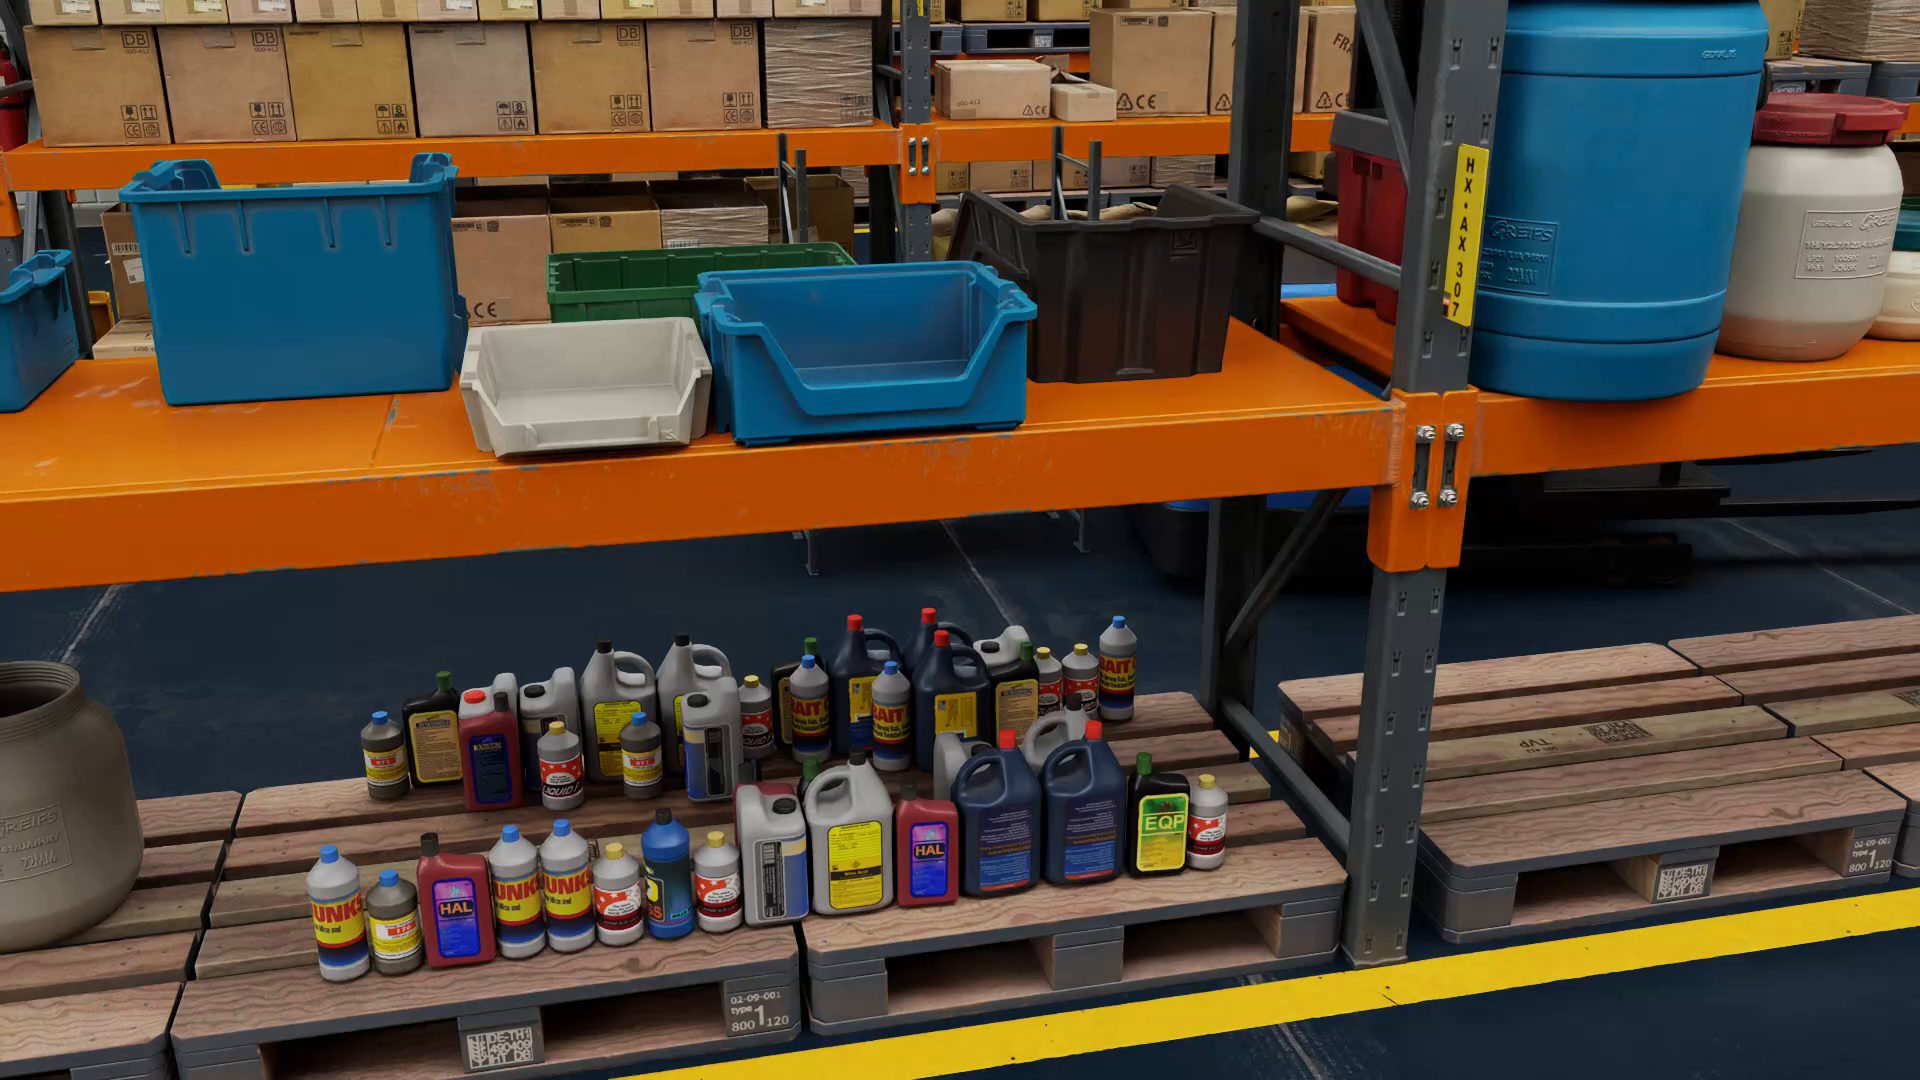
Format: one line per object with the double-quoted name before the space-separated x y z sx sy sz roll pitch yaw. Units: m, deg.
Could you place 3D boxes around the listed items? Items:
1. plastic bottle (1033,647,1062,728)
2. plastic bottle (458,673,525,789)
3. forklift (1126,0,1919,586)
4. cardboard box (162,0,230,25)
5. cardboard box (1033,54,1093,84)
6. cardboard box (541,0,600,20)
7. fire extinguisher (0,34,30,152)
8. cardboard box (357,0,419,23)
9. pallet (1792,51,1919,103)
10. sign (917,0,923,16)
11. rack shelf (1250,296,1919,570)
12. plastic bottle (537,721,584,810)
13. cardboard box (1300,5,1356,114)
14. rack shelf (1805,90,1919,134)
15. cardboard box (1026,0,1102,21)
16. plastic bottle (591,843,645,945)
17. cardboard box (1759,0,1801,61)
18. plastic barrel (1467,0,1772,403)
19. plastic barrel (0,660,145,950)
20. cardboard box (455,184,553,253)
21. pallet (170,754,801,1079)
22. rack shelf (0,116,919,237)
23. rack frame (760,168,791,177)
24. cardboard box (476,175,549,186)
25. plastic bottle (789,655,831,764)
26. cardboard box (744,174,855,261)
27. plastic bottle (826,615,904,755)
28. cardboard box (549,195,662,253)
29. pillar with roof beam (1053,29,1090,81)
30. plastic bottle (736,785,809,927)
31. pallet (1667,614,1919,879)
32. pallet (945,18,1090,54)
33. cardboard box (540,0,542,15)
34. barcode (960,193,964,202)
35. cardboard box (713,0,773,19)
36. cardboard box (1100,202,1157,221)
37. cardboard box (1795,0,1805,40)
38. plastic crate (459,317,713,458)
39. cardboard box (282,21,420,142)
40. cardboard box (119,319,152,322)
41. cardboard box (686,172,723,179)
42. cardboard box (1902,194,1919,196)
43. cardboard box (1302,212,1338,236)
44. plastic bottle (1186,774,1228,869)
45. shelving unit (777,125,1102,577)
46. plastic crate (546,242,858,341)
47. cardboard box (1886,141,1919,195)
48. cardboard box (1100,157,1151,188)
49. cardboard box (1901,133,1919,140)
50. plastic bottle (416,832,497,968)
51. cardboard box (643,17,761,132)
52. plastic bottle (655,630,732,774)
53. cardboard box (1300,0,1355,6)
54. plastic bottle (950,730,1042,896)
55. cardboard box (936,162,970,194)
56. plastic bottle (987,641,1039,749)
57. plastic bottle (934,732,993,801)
"plastic bottle" 0.216 0.380 4.346 0.097 0.201 0.097 0 20 0
"plastic bottle" -1.129 0.464 4.008 0.135 0.276 0.152 -4 21 -12
"forklift" 2.172 -1.396 5.865 3.031 2.935 1.130 -1 20 -4
"cardboard box" -3.273 -2.316 7.187 0.250 0.149 0.380 -5 21 -12
"cardboard box" 0.502 -2.349 8.561 0.258 0.266 0.396 -5 21 -14
"cardboard box" -1.762 -2.439 7.523 0.250 0.149 0.380 -4 21 -11
"fire extinguisher" -4.426 -2.074 7.728 0.183 0.674 0.296 -5 21 -12
"cardboard box" -2.519 -2.377 7.355 0.250 0.149 0.380 -5 21 -13
"pallet" 5.473 -2.663 9.501 1.213 0.211 1.003 -5 21 -12
"sign" -0.182 -2.539 7.510 0.005 0.325 0.100 -5 21 -12
"rack shelf" 2.772 -0.443 4.208 4.000 0.370 1.077 -5 21 -12
"plastic bottle" -0.948 0.528 3.941 0.097 0.201 0.097 0 20 0
"cardboard box" 1.953 -2.506 8.649 0.500 0.500 0.500 -6 21 -15
"rack shelf" 5.528 -2.418 9.600 4.000 0.370 1.077 -5 21 -12
"cardboard box" 0.776 -4.362 13.077 0.500 0.500 0.700 -5 21 -12
"plastic bottle" -0.704 0.720 3.418 0.097 0.201 0.097 0 20 0
"cardboard box" 4.169 -2.929 9.194 0.500 0.500 0.700 -12 24 -31
"plastic barrel" 1.271 -0.787 3.373 0.708 0.901 0.600 -5 21 -12
"plastic barrel" -1.957 0.548 3.464 0.421 0.512 0.421 0 20 0
"cardboard box" -2.294 -1.488 8.311 0.500 0.500 0.500 -5 21 -12
"pallet" -1.028 0.824 3.758 1.213 0.211 1.003 -5 21 -12
"rack shelf" -2.257 -1.785 7.871 4.000 0.370 1.077 -5 21 -12
"rack frame" -1.454 -3.939 12.705 0.127 3.000 1.000 -5 21 -12
"cardboard box" -3.373 -2.766 12.499 0.500 0.500 0.700 -6 21 -16
"plastic bottle" -0.374 0.416 4.144 0.097 0.271 0.097 0 20 0
"cardboard box" -0.834 -1.607 8.637 0.500 0.500 0.500 -5 21 -12
"plastic bottle" -0.239 0.355 4.196 0.185 0.351 0.144 -6 21 -15
"cardboard box" -1.687 -1.352 7.943 0.500 0.500 0.500 -5 21 -12
"pillar with roof beam" 1.965 -5.818 9.113 0.400 9.000 9.100 -5 21 -12
"plastic bottle" -0.395 0.650 3.500 0.135 0.276 0.152 -4 21 -11
"pallet" 2.770 0.514 4.604 1.213 0.211 1.003 -5 21 -12
"pallet" 0.521 -3.995 13.138 1.213 0.211 1.003 -5 21 -12
"cardboard box" -1.870 -2.572 7.888 0.250 0.149 0.380 -5 21 -14
"barcode" 0.033 -1.645 8.043 0.075 0.075 0.001 -5 21 -12
"cardboard box" -1.022 -2.498 7.686 0.250 0.149 0.380 -5 21 -14
"cardboard box" 1.008 -1.660 9.057 0.500 0.311 0.500 -5 21 -13
"cardboard box" 6.863 -4.750 14.485 0.700 0.700 0.980 -4 21 -12
"plastic crate" -0.697 -0.285 3.116 0.437 0.136 0.530 -5 21 -12
"cardboard box" -2.752 -2.124 7.607 0.500 0.500 0.700 -5 21 -12
"cardboard box" -3.750 -1.011 8.102 0.500 0.250 0.500 -5 21 -12
"cardboard box" -1.968 -2.762 12.974 0.250 0.166 0.380 -7 21 -20
"cardboard box" 5.451 -1.867 10.045 0.500 0.500 0.500 -5 21 -15
"cardboard box" 2.133 -1.560 8.785 0.500 0.311 0.500 -5 21 -13
"plastic bottle" 0.544 0.618 3.695 0.097 0.201 0.097 0 20 0
"shelving unit" -0.083 -0.697 6.038 1.048 1.500 0.538 -5 21 -12
"plastic crate" -0.561 -0.510 3.654 0.662 0.188 0.450 -5 21 -12
"cardboard box" 5.486 -2.223 9.927 0.500 0.250 0.500 -5 21 -14
"cardboard box" 1.221 -3.212 13.716 0.500 0.500 0.700 -5 21 -13
"cardboard box" 8.589 -3.743 15.196 0.500 0.500 0.700 -5 21 -14
"plastic bottle" -1.007 0.712 3.319 0.133 0.283 0.061 -4 21 -12
"cardboard box" -1.253 -2.246 7.941 0.500 0.500 0.700 -5 21 -13
"plastic bottle" -0.653 0.389 4.105 0.185 0.351 0.144 -5 21 -13
"cardboard box" 2.970 -4.404 13.369 0.500 0.500 0.500 -4 21 -11
"plastic bottle" 0.078 0.578 3.588 0.185 0.351 0.144 -6 21 -15
"cardboard box" -0.251 -3.093 13.391 0.500 0.500 0.700 -5 21 -14
"plastic bottle" 0.131 0.395 4.184 0.133 0.283 0.061 -5 21 -12
"plastic bottle" 0.020 0.565 3.731 0.135 0.276 0.152 -5 21 -12
